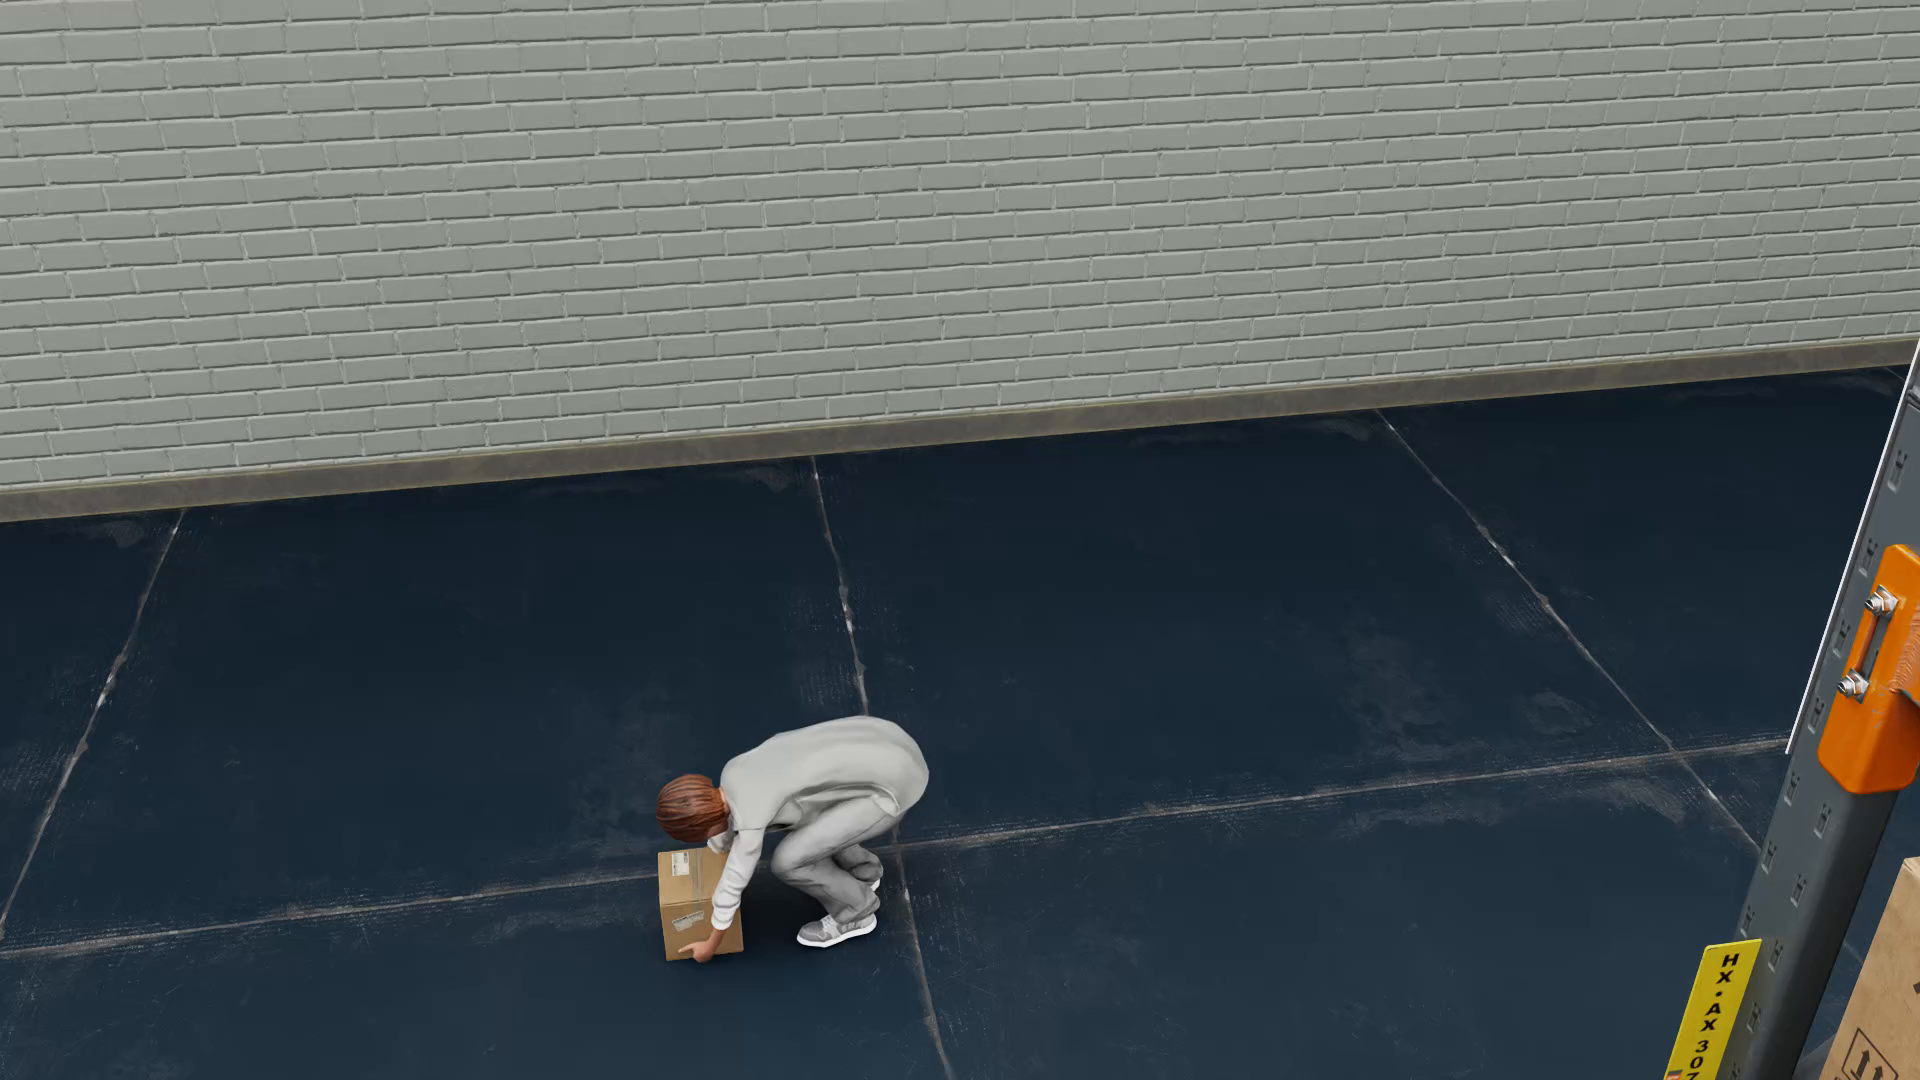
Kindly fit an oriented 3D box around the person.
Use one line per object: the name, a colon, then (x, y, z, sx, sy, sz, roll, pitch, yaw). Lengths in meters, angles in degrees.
person: (-0.530, 0.957, 5.390, 0.871, 0.778, 0.422, -6, 32, -10)
